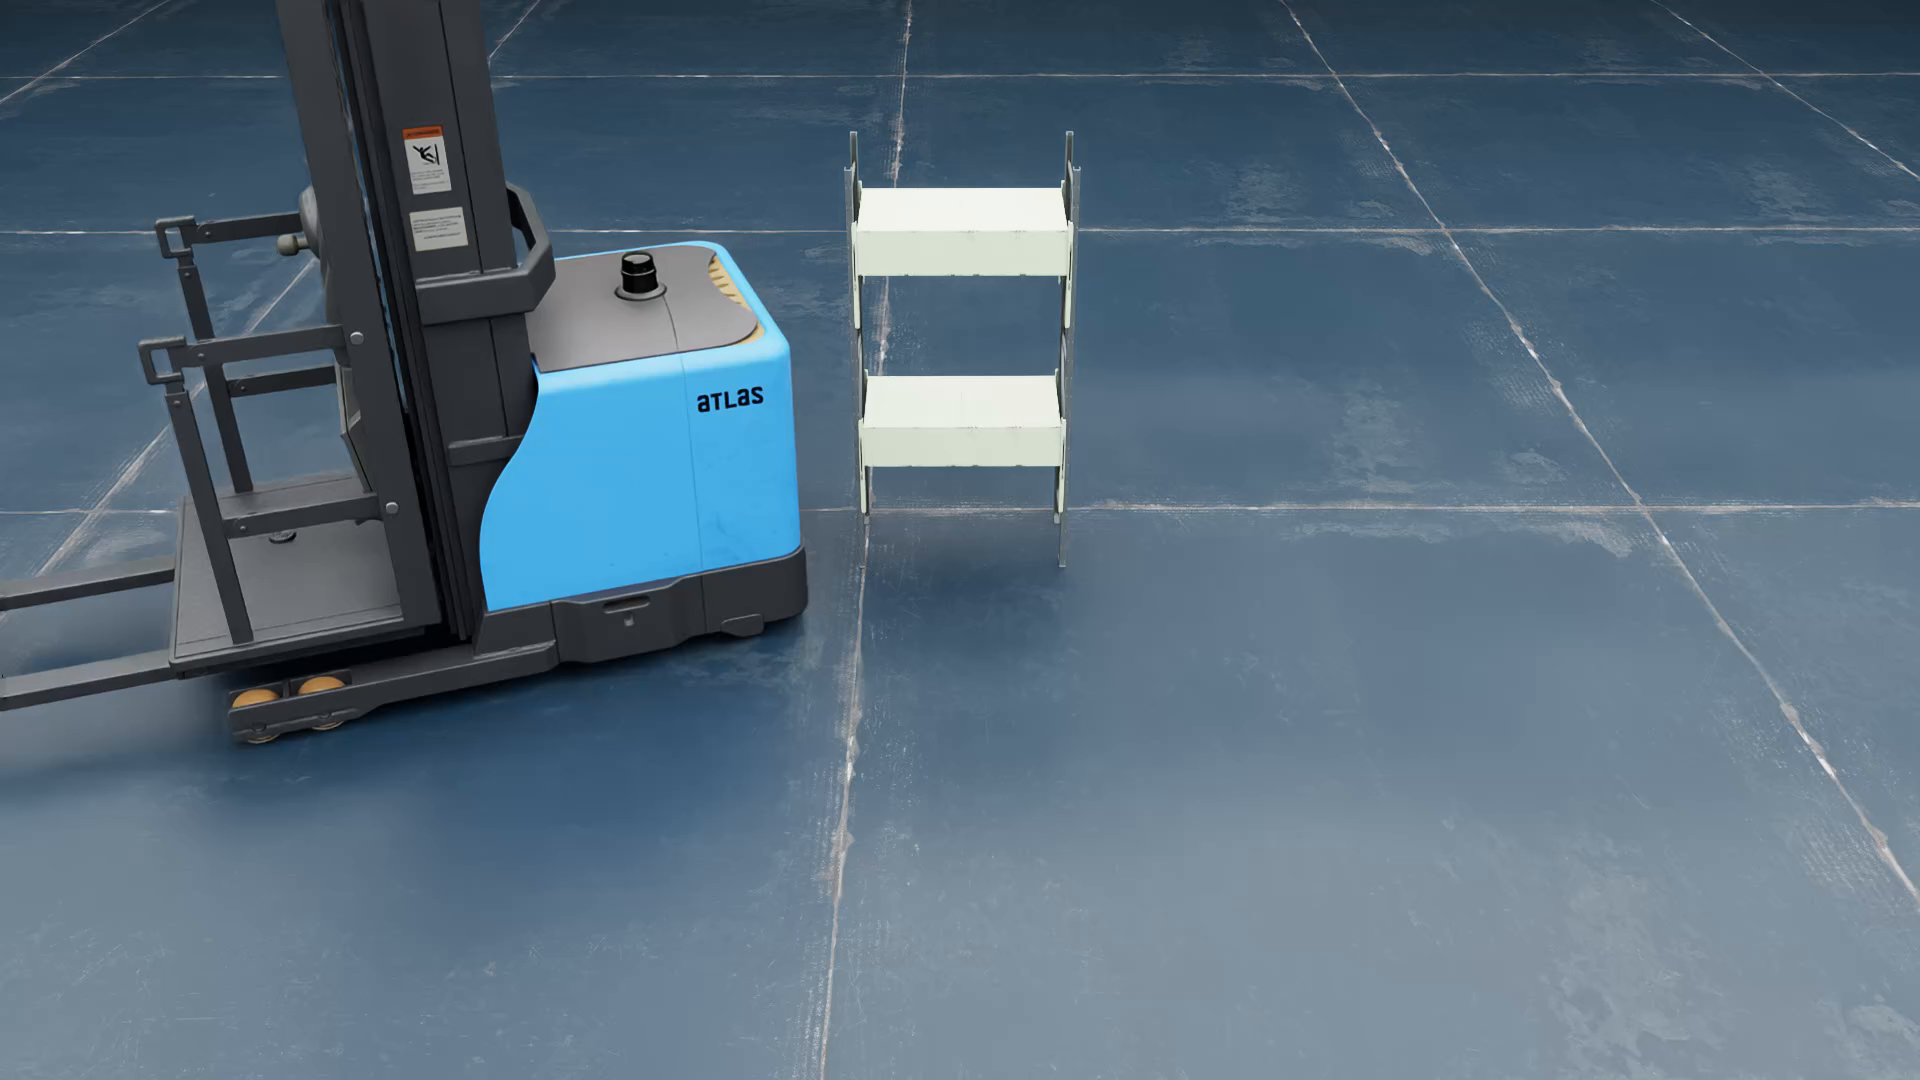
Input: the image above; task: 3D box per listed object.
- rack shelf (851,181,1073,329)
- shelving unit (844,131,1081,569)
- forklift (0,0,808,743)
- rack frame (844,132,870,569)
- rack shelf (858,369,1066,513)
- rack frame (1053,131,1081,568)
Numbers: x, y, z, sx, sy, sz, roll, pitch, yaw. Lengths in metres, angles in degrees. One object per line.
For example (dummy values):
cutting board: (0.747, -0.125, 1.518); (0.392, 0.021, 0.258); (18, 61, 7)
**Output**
rack shelf: (0.007, -0.975, 5.659); (0.720, 0.370, 0.431); (0, 31, 0)
shelving unit: (0.007, -0.641, 5.861); (0.755, 1.500, 0.431); (0, 31, 0)
forklift: (-2.098, -0.928, 4.954); (3.031, 2.935, 1.130); (-11, 33, -17)
rack frame: (-0.359, -0.640, 5.859); (0.023, 1.500, 0.400); (0, 31, 0)
rack shelf: (0.007, -0.363, 6.030); (0.720, 0.370, 0.431); (0, 31, 0)
rack frame: (0.373, -0.642, 5.863); (0.023, 1.500, 0.400); (0, 31, 0)
